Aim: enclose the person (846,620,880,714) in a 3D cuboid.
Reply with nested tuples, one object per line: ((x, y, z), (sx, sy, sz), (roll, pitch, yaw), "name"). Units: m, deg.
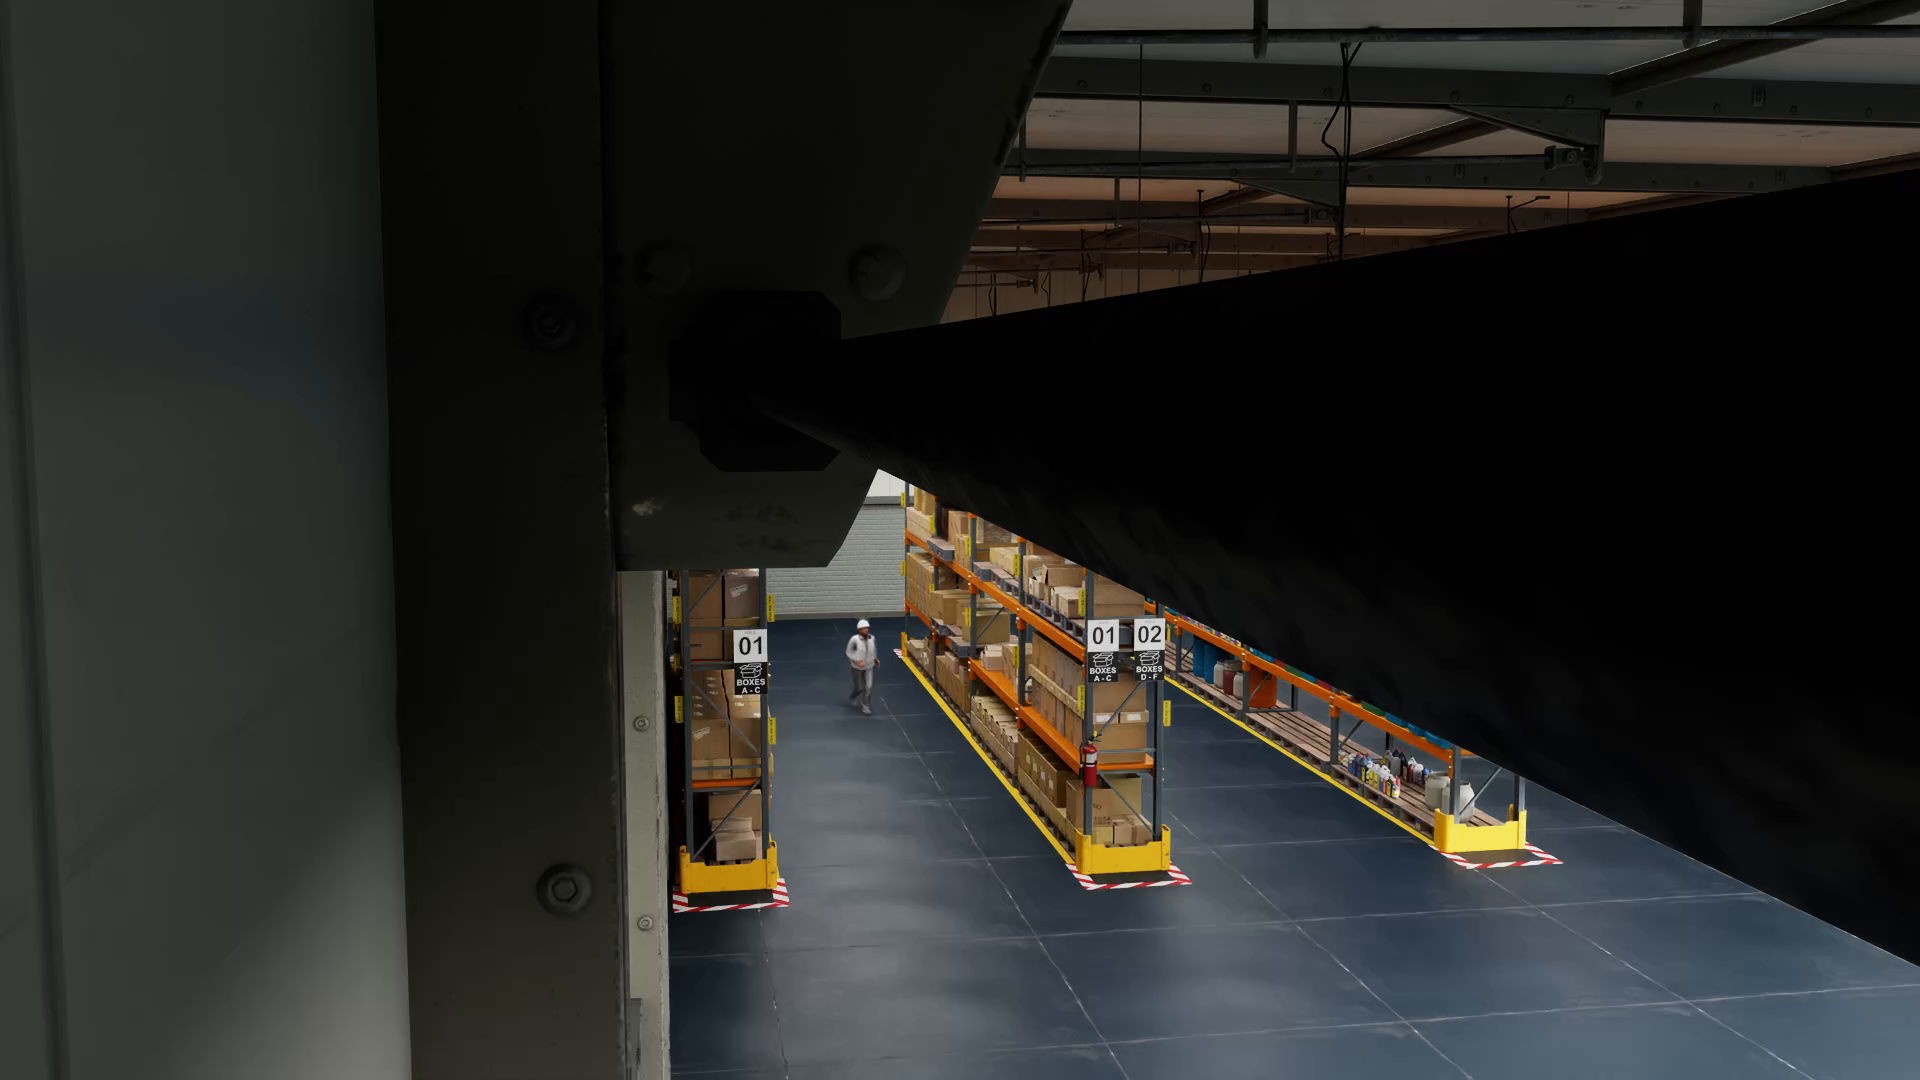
((-1.828, 2.306, 30.606), (0.658, 1.731, 0.785), (-3, 6, -24), "person")
